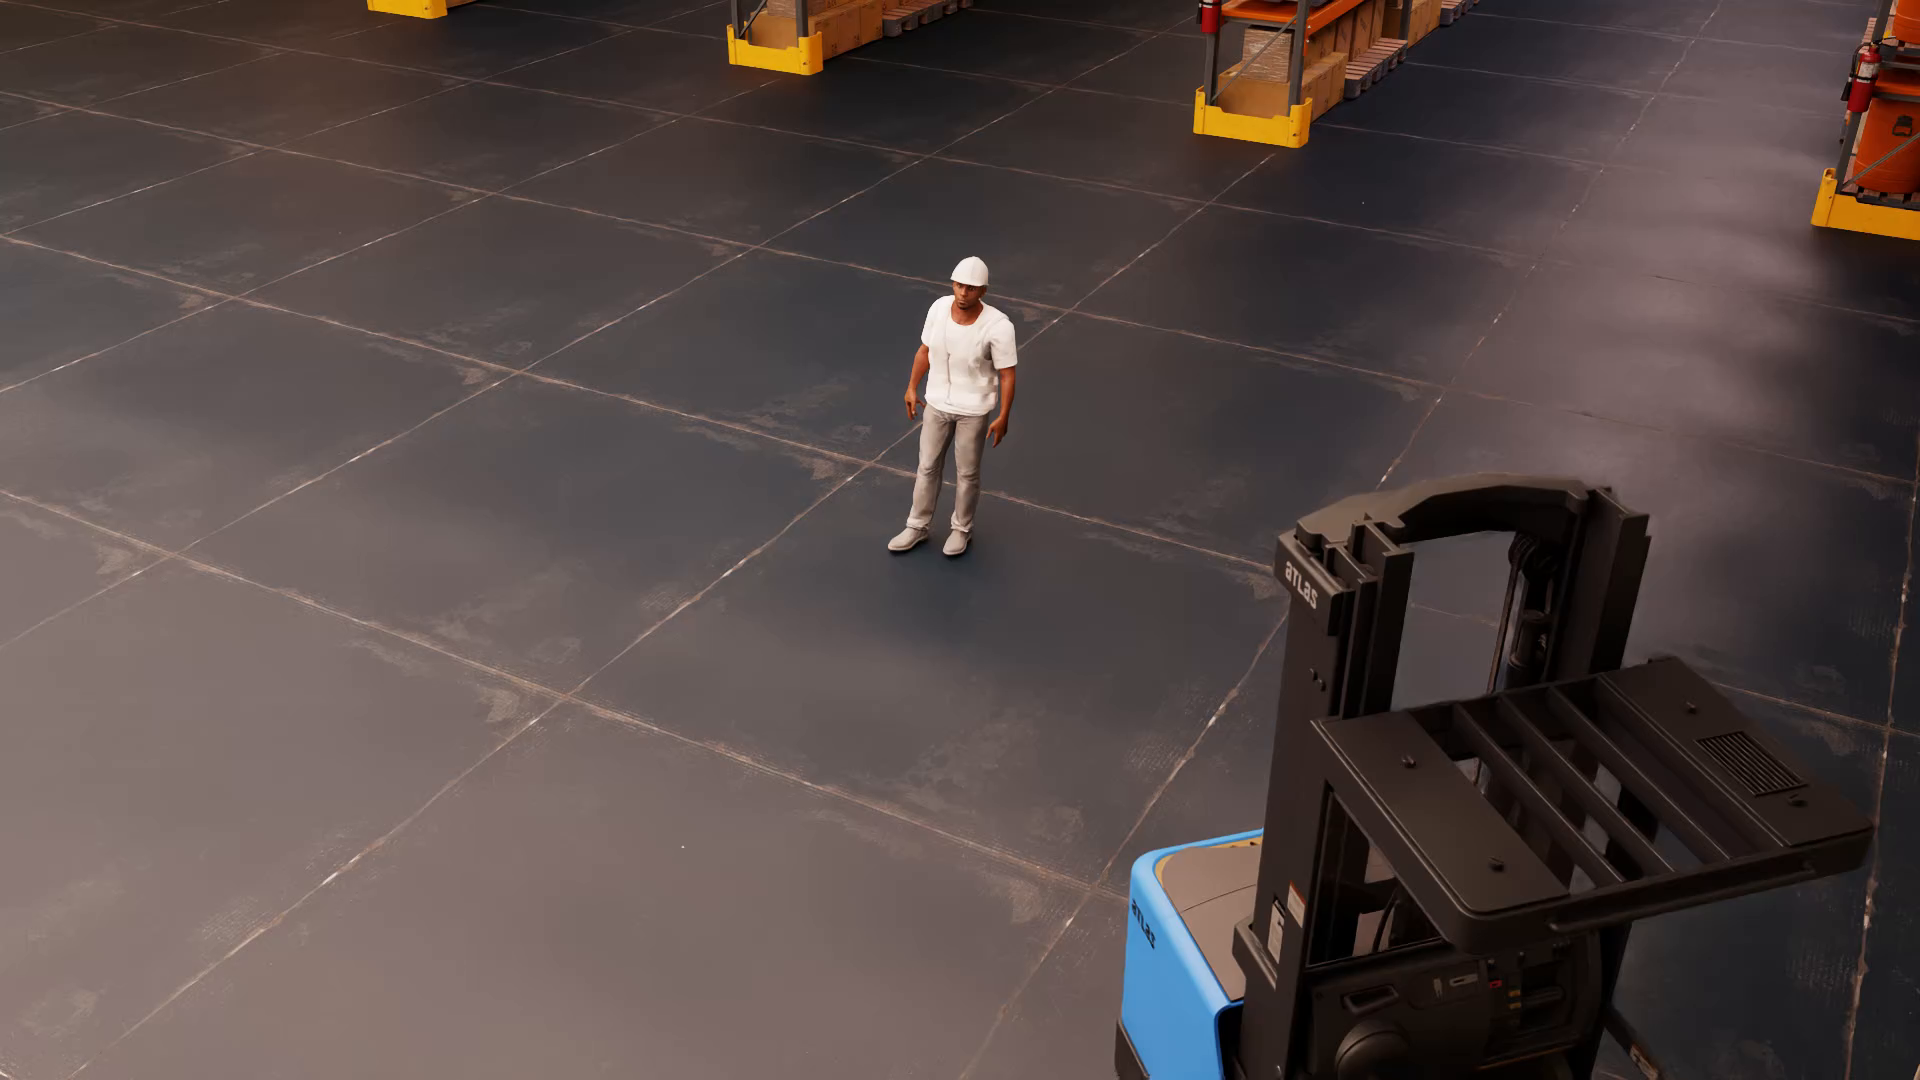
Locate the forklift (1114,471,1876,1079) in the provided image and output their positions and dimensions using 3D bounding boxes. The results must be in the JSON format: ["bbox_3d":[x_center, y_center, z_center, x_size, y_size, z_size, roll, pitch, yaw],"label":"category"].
[{"bbox_3d":[1.496,1.417,4.615,1.130,2.935,3.031,-8,31,-14],"label":"forklift"}]

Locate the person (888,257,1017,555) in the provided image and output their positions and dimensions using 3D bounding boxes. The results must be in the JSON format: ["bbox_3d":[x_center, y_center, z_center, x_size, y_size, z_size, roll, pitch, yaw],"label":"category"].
[{"bbox_3d":[-0.038,-0.742,9.507,0.666,1.768,0.575,15,33,25],"label":"person"}]
